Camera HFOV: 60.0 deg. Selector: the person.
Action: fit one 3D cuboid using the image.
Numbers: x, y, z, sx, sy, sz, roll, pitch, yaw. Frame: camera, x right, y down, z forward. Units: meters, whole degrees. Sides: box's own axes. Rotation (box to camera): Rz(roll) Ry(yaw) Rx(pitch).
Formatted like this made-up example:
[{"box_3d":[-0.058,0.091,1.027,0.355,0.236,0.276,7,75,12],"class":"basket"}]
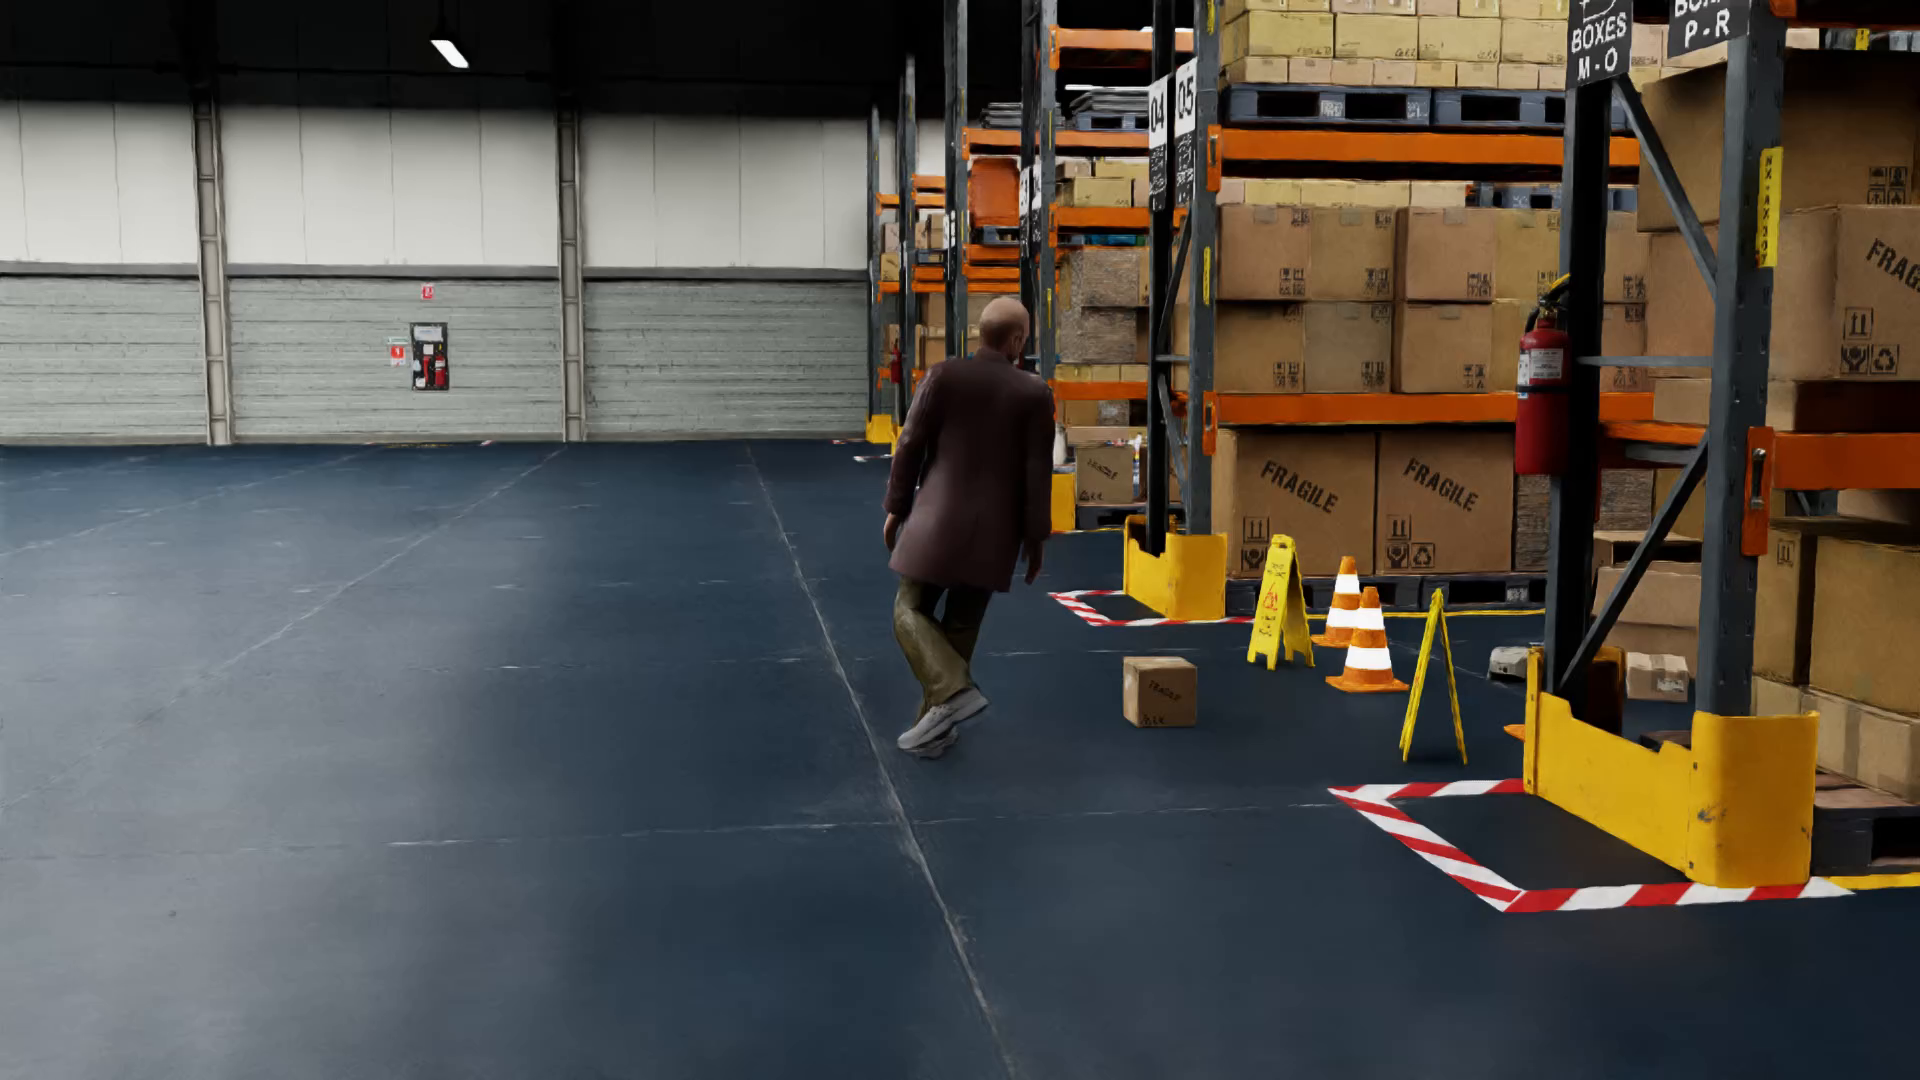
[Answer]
[{"box_3d":[0.045,-0.040,6.266,0.648,1.741,0.634,-2,7,-14],"class":"person"}]
